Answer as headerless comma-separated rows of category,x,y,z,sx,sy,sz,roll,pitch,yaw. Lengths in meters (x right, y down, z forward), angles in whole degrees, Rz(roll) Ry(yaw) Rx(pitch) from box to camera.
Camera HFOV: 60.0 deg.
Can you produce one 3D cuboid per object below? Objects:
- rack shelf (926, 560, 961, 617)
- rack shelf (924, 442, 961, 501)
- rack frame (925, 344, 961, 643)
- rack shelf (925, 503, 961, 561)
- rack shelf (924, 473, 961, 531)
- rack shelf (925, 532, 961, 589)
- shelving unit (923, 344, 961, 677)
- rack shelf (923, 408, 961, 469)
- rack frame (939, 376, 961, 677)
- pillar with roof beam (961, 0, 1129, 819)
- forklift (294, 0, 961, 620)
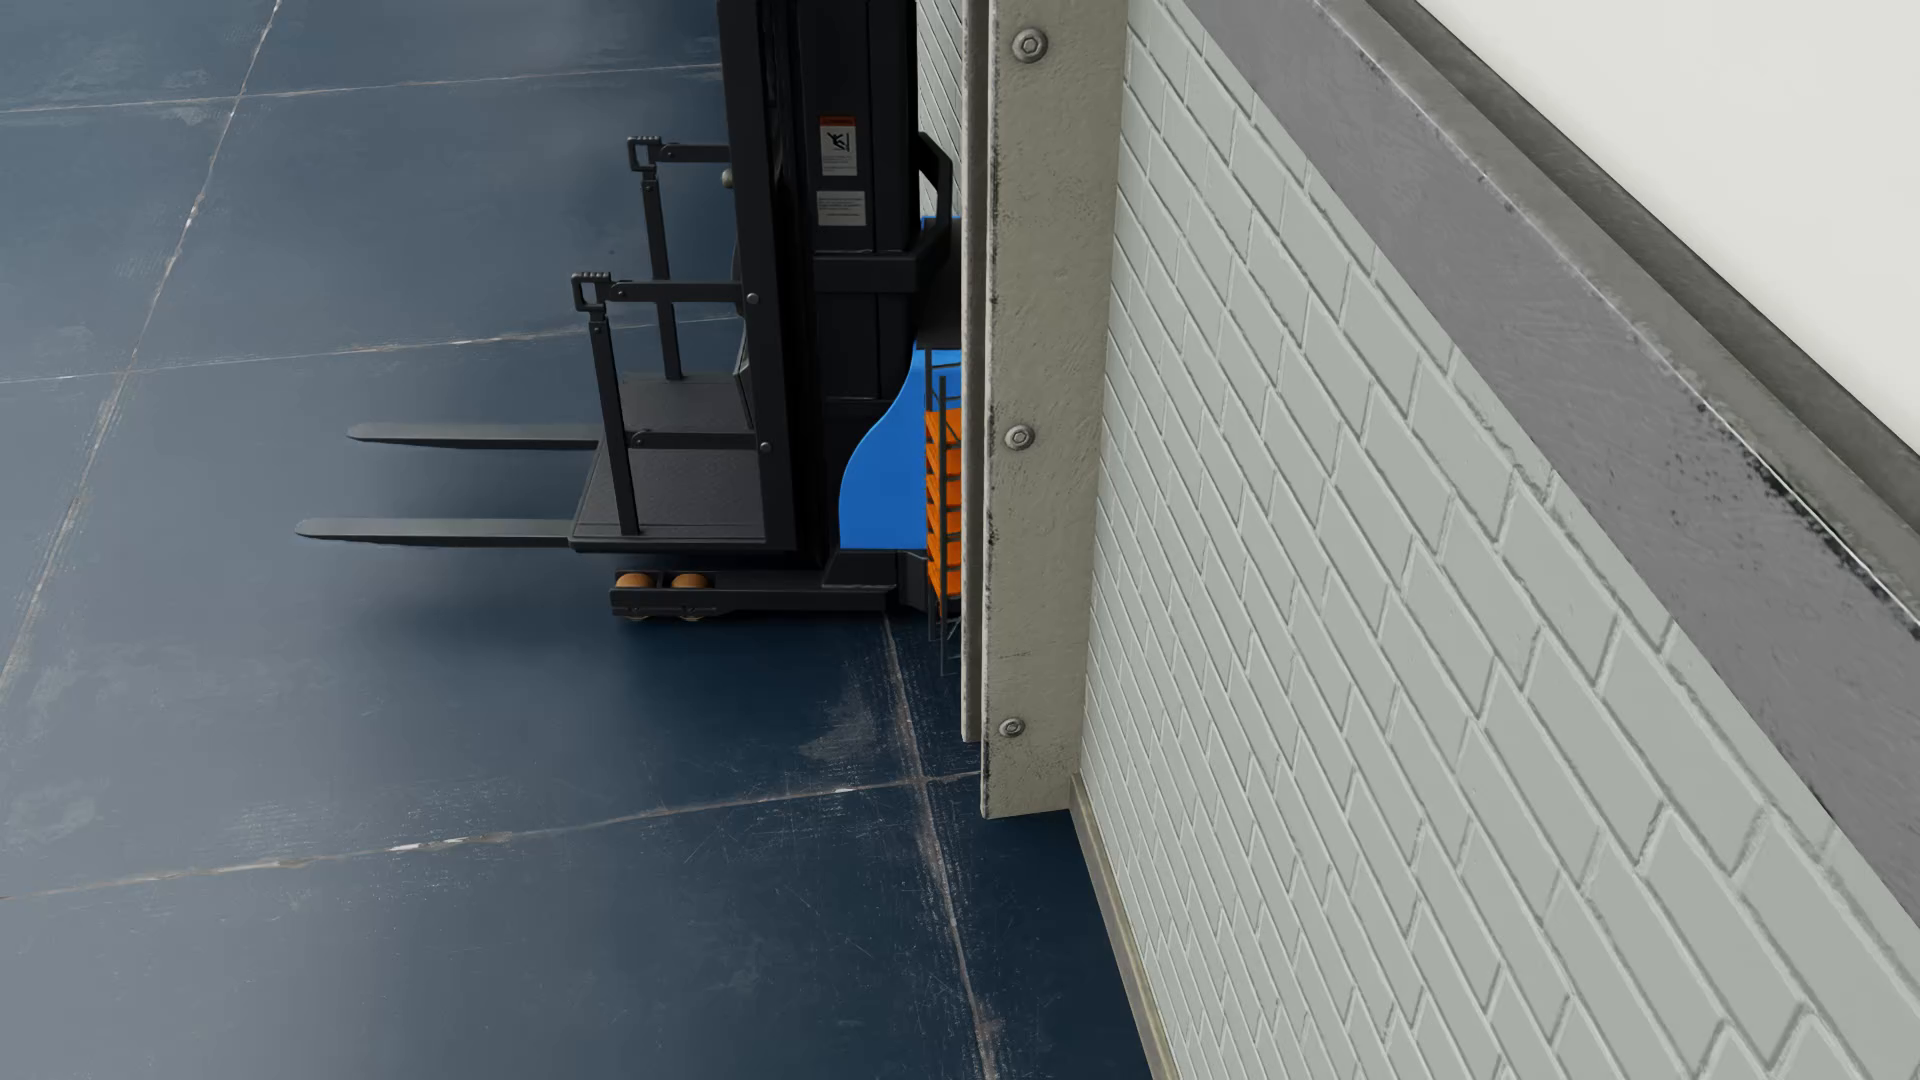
rack shelf,0.032,0.144,5.550,0.258,0.103,0.180,-9,39,-11
rack shelf,0.032,-0.235,5.256,0.258,0.103,0.180,-9,39,-11
rack frame,0.010,-0.135,5.446,0.240,1.200,0.006,-9,39,-11
rack shelf,0.032,-0.046,5.403,0.258,0.103,0.180,-9,39,-11
rack shelf,0.032,-0.140,5.330,0.258,0.103,0.180,-9,39,-11
rack shelf,0.032,0.049,5.477,0.258,0.103,0.180,-9,39,-11
shelving unit,0.032,-0.081,5.376,0.258,1.200,0.189,-9,39,-11
rack shelf,0.032,-0.330,5.182,0.258,0.103,0.180,-9,39,-11
rack frame,0.054,-0.026,5.306,0.240,1.200,0.006,-9,39,-11
pillar with roof beam,-4.049,-2.364,1.957,9.100,9.000,0.400,-6,38,-8
forklift,-0.856,-1.199,5.405,3.031,2.935,1.130,1,38,1
